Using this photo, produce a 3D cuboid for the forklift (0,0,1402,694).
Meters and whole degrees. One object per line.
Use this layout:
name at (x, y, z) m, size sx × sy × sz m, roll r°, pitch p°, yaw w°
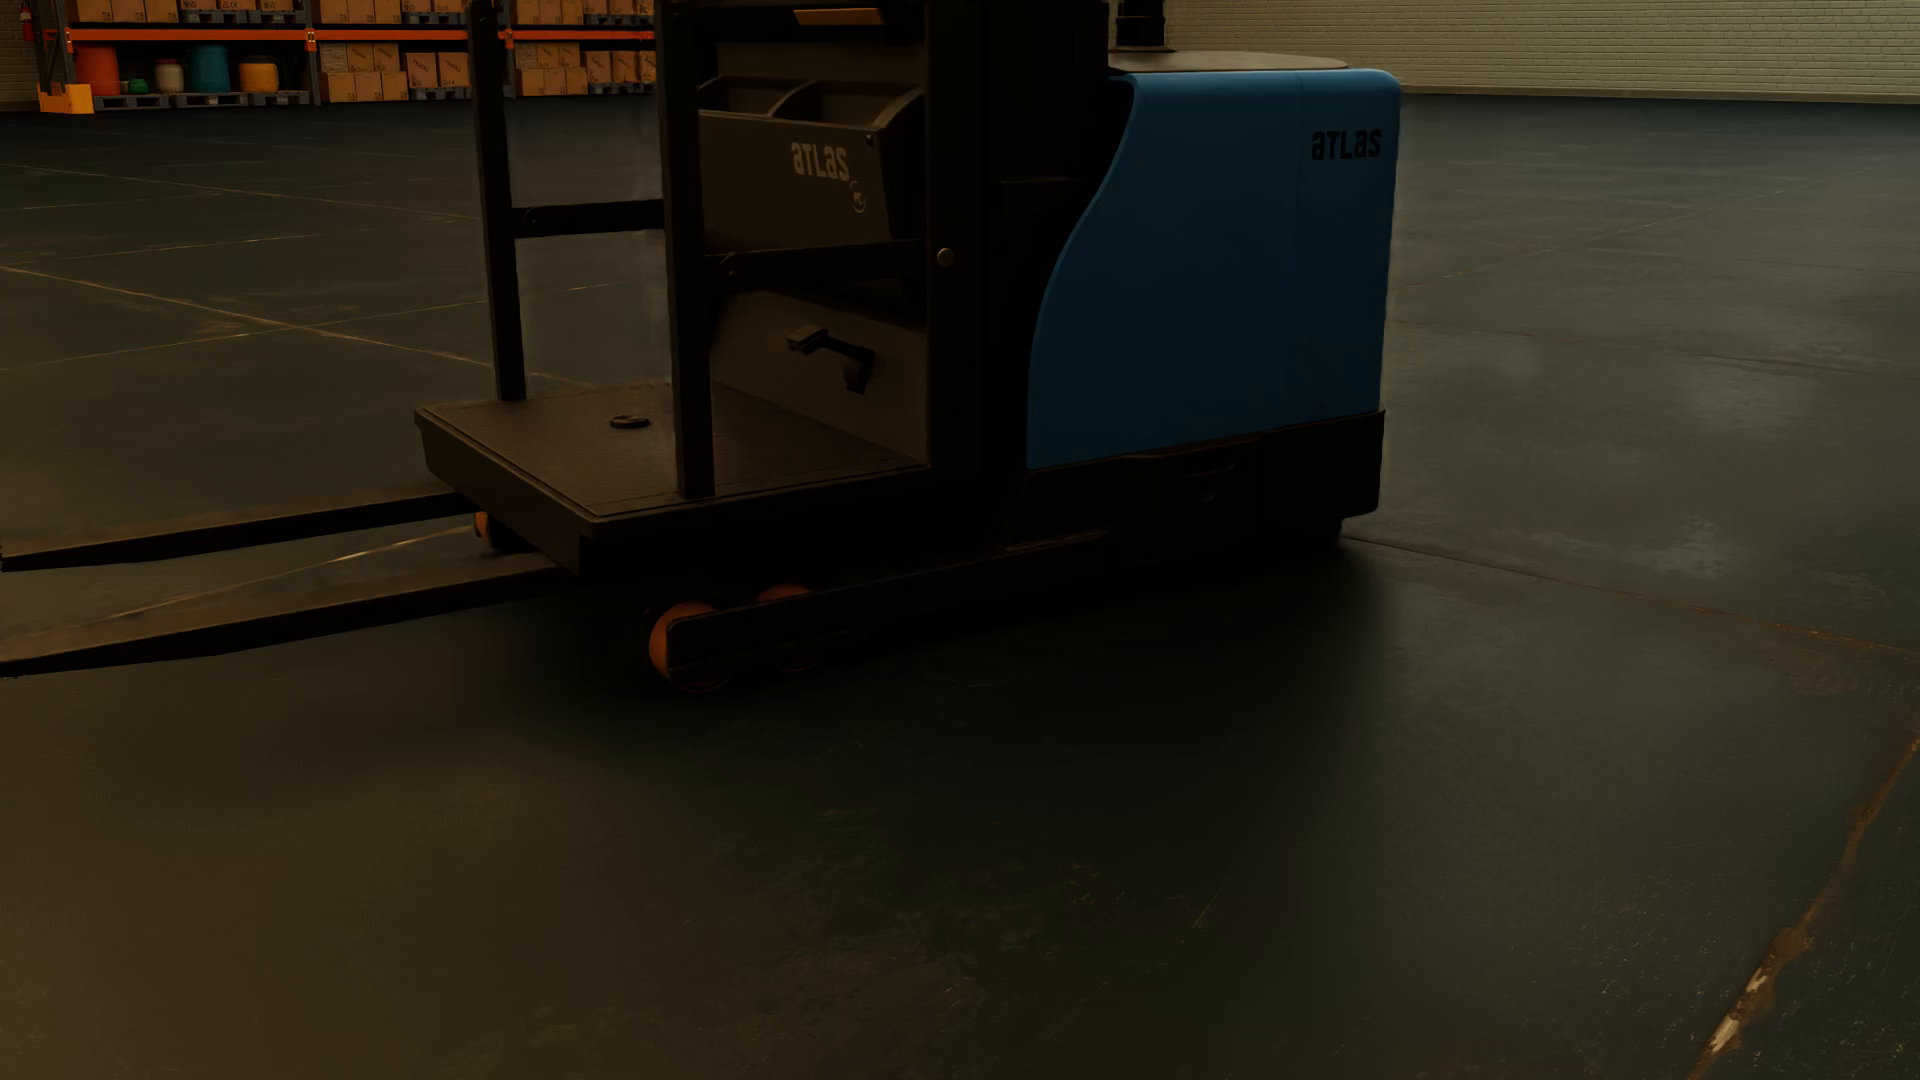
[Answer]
forklift at (-0.518, -1.297, 3.169) m, size 3.031 × 2.935 × 1.130 m, roll -11°, pitch 20°, yaw -32°
